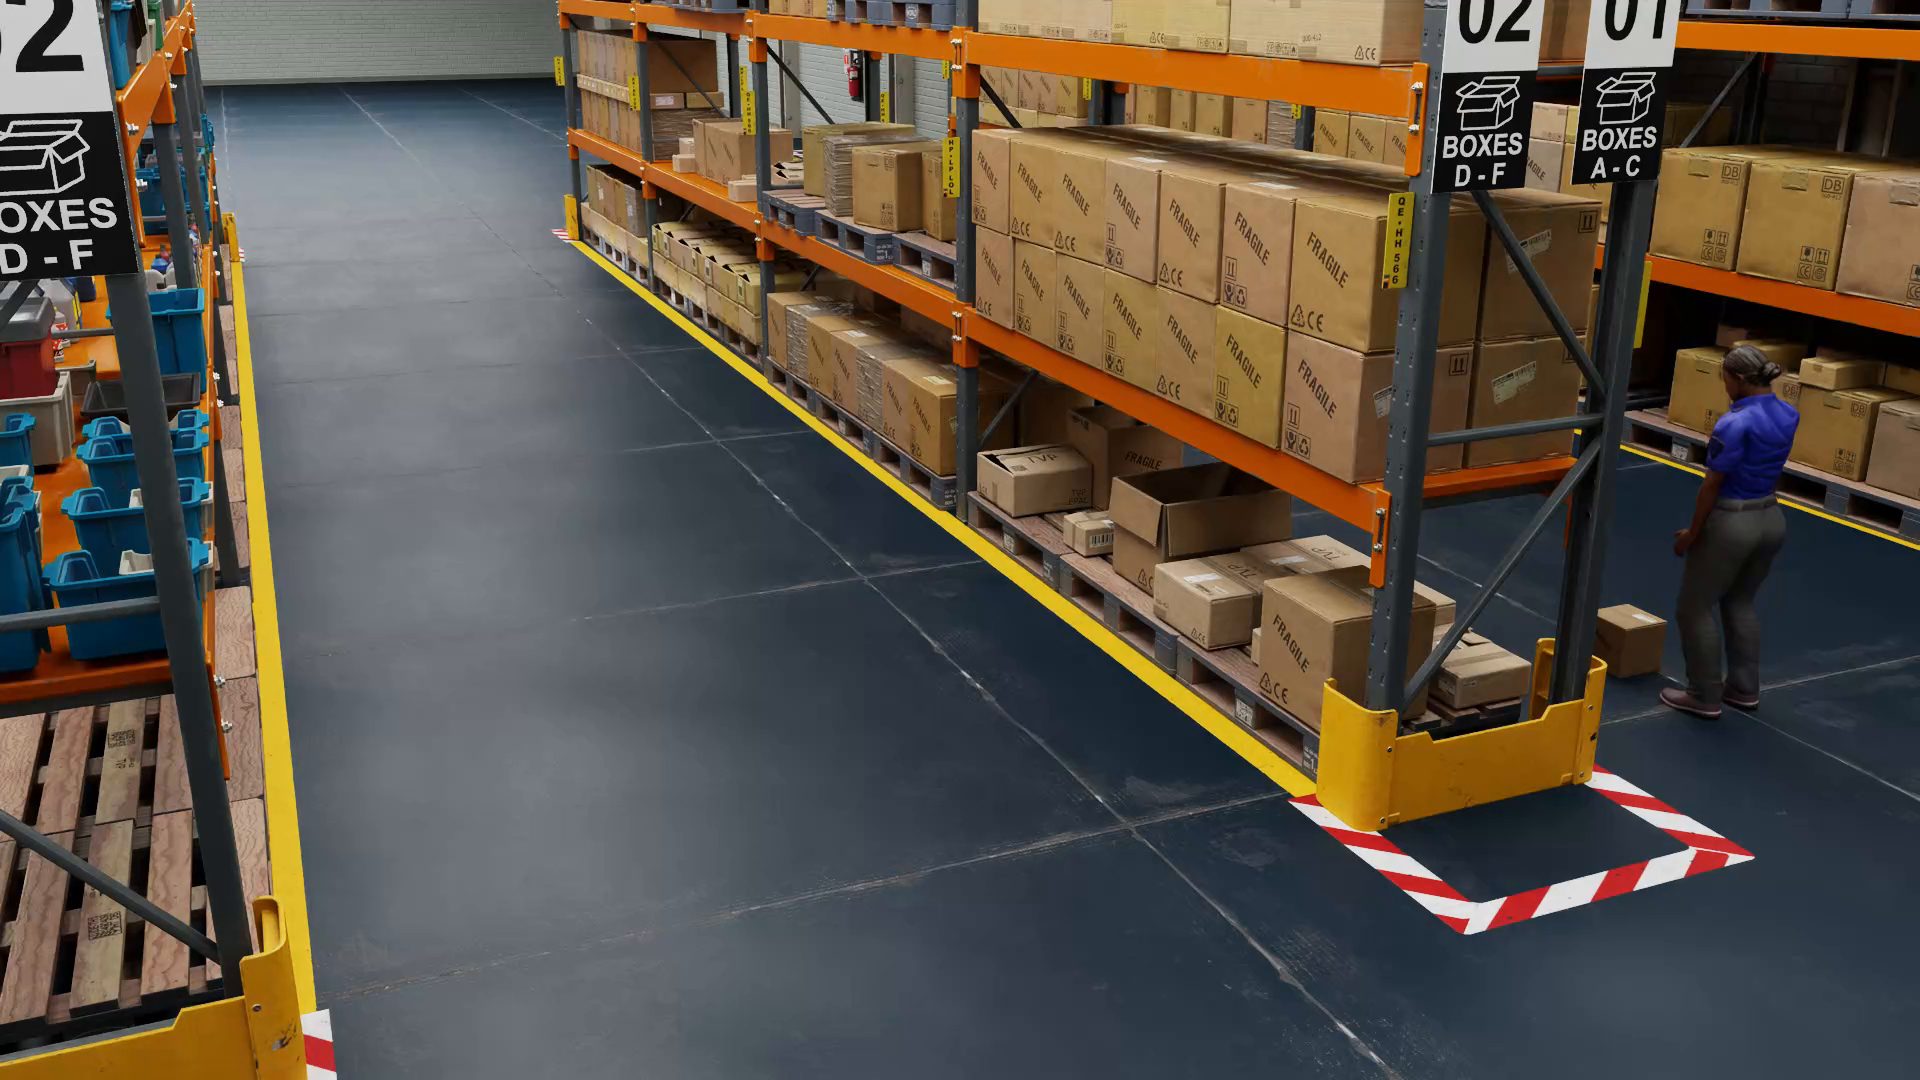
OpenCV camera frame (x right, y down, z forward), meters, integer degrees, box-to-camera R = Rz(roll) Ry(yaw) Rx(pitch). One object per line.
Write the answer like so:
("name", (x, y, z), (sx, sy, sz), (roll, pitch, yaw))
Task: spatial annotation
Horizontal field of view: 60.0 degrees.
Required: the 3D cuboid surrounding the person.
("person", (3.342, -0.027, 7.202), (0.446, 1.636, 0.330), (-9, 21, -25))
